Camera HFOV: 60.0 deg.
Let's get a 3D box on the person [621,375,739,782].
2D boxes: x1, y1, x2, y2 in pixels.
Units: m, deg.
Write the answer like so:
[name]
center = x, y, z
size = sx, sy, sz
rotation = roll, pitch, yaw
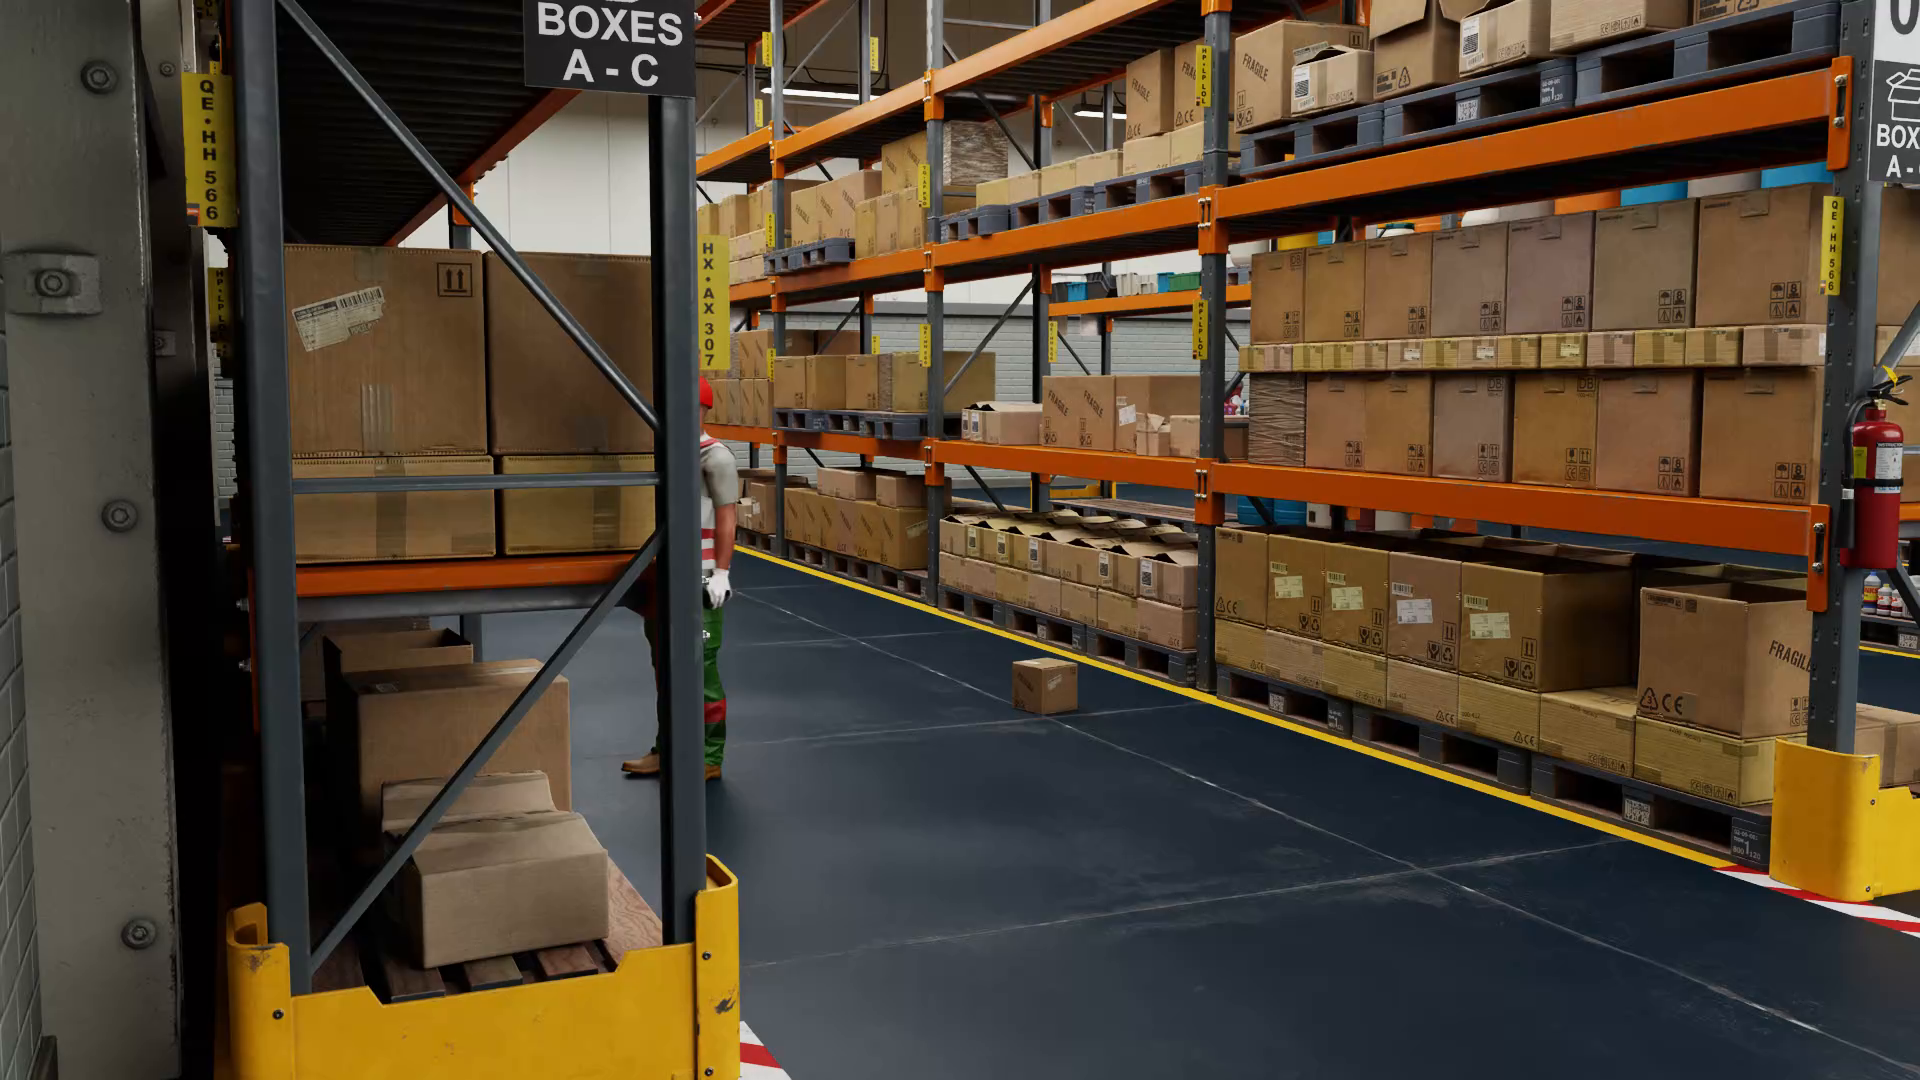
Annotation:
[person]
center = -1.221, 0.161, 7.308
size = 0.534, 1.795, 0.369
rotation = 5, 7, 40
